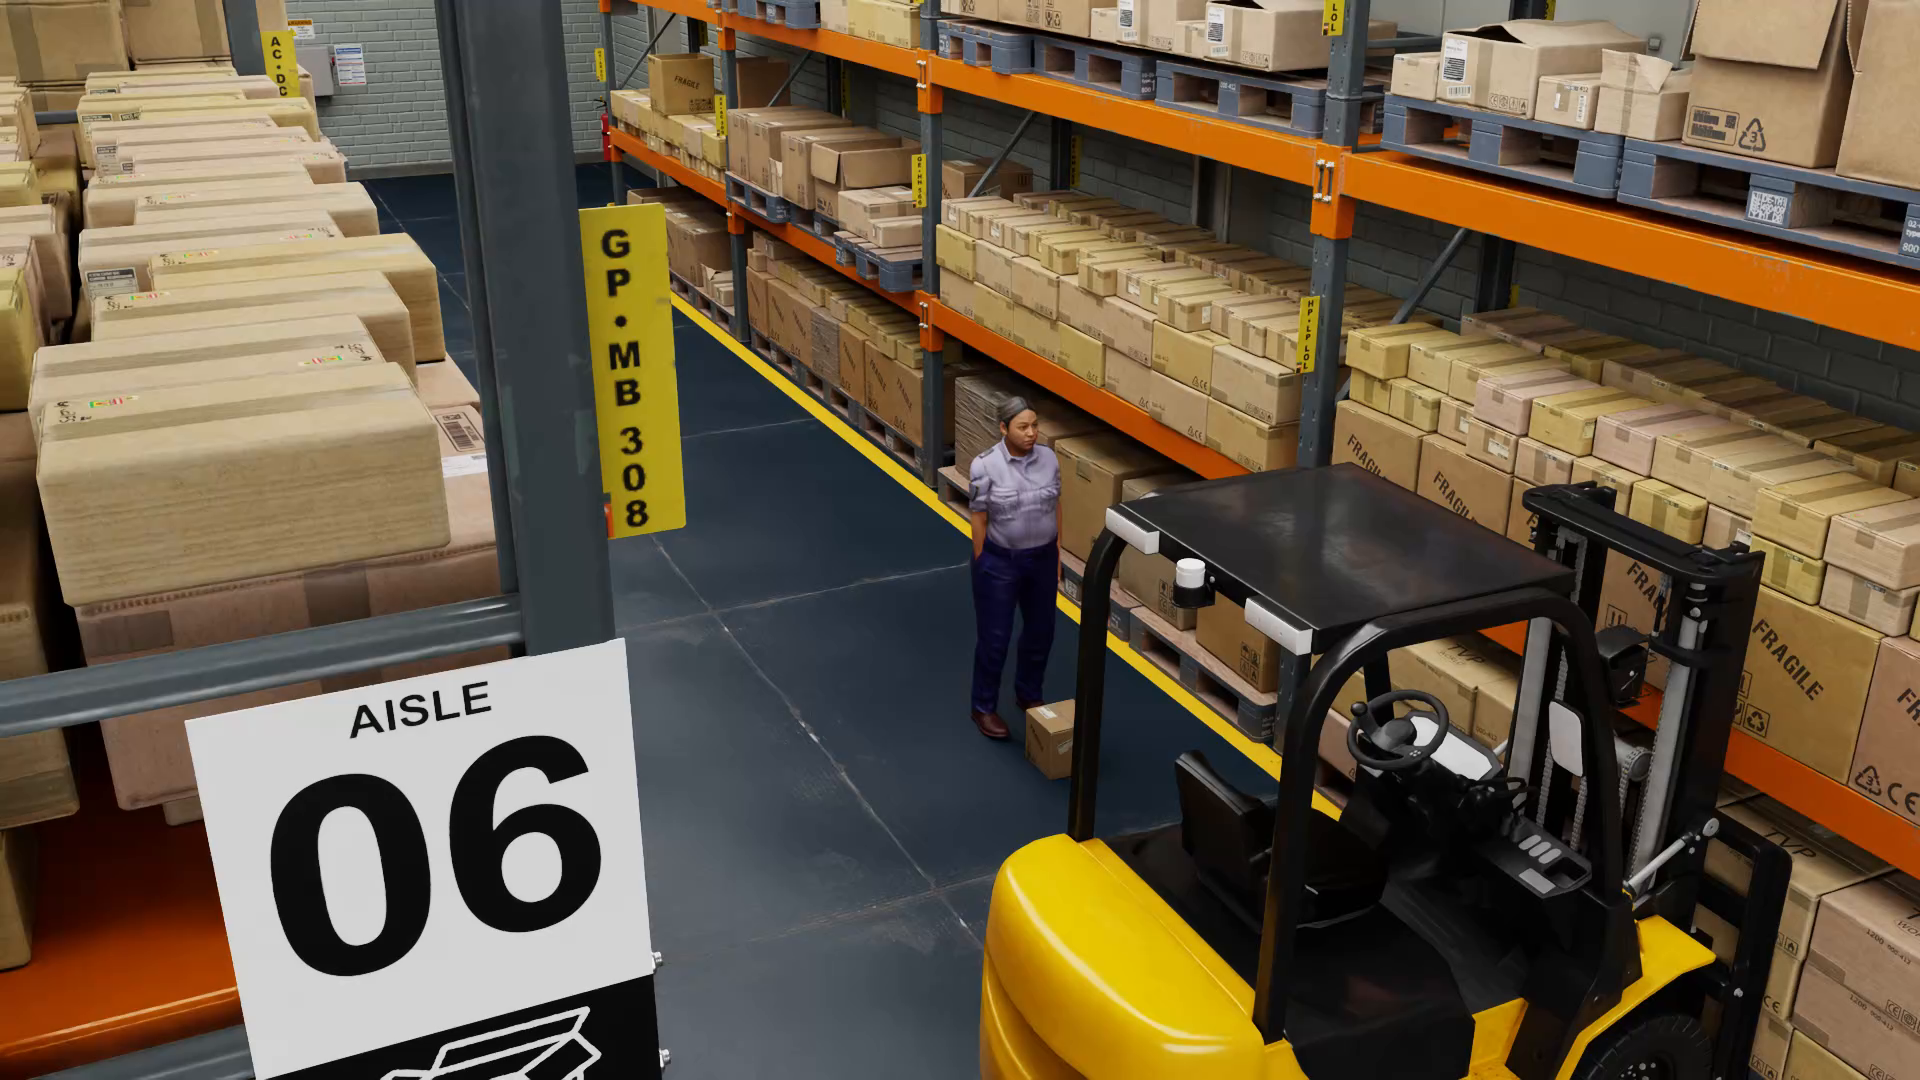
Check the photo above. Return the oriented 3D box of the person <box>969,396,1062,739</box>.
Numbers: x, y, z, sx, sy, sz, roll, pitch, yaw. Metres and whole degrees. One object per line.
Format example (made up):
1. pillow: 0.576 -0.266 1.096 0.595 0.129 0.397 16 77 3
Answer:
1. person: 0.278 0.134 7.831 0.466 1.630 0.344 -10 24 -22
